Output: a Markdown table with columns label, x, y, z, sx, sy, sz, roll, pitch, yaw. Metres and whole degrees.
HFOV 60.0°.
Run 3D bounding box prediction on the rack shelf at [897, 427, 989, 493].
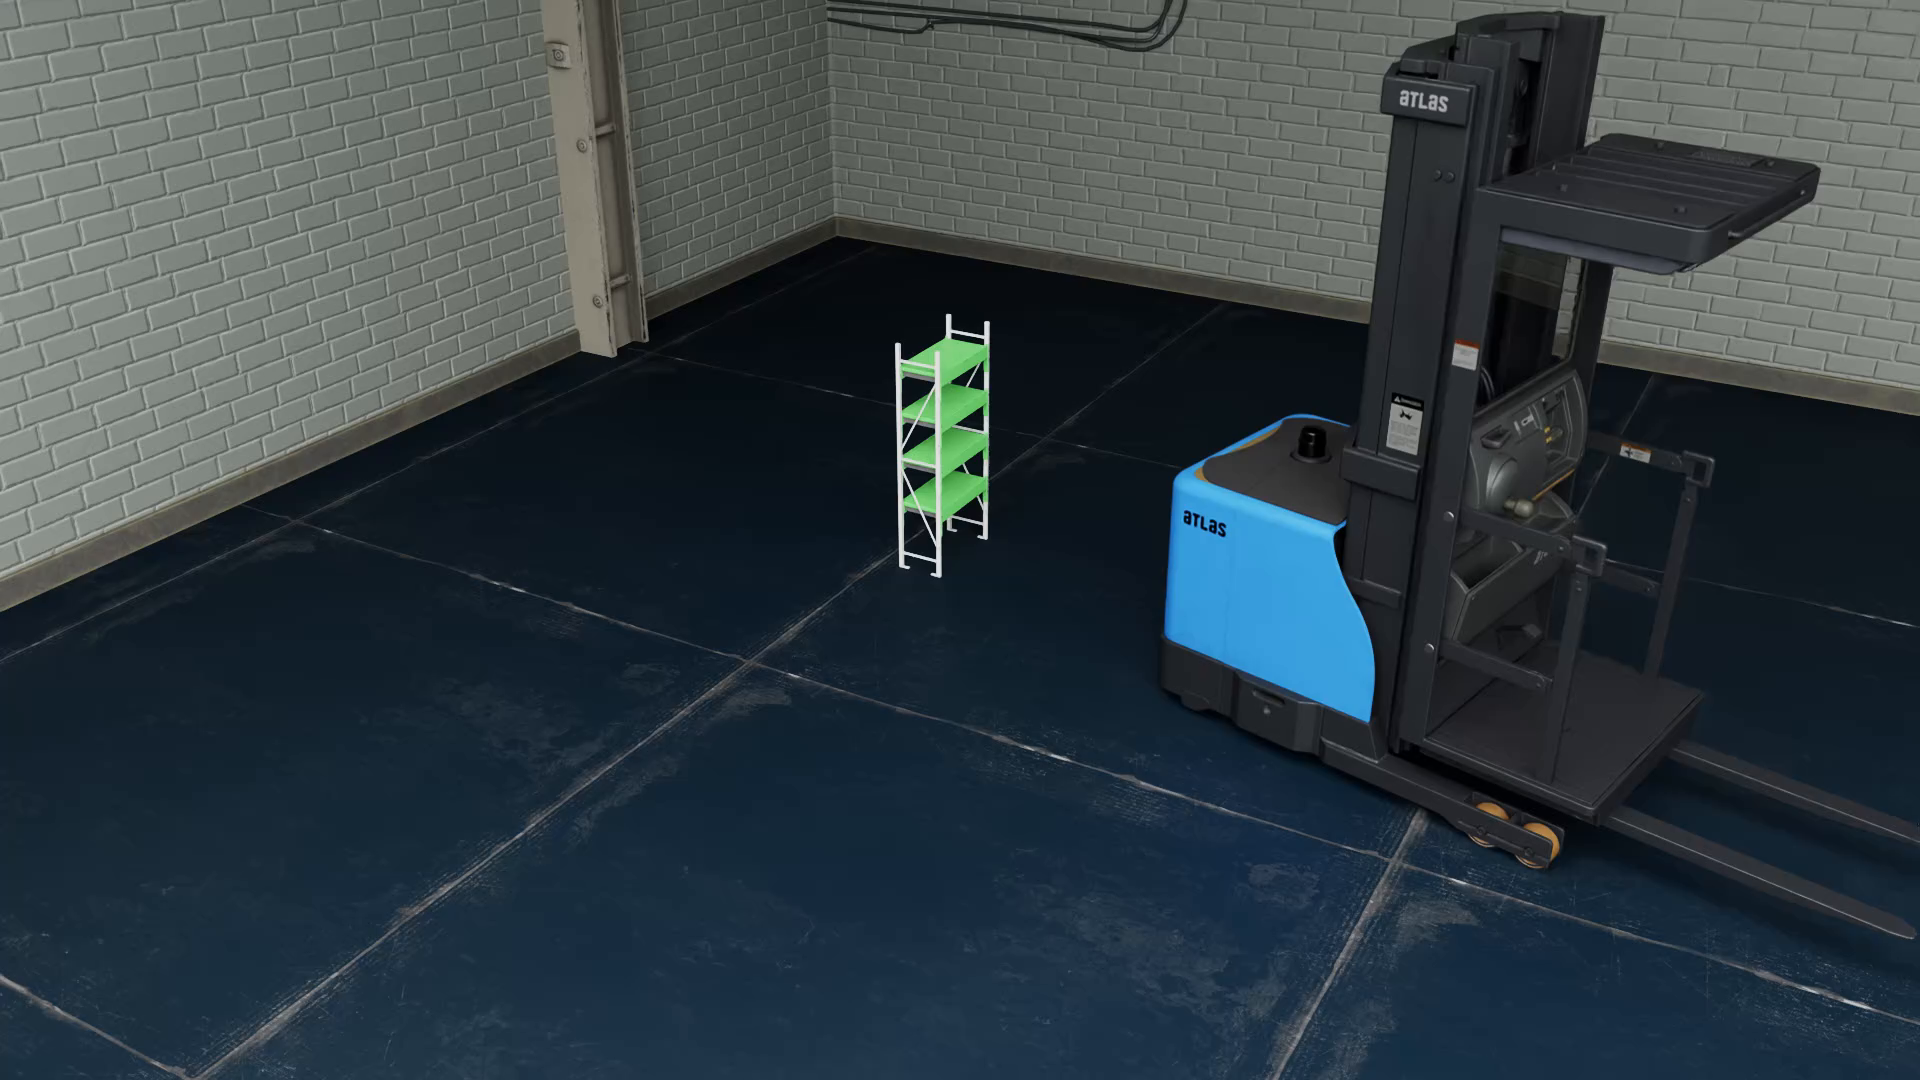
| label | x | y | z | sx | sy | sz | roll | pitch | yaw |
| --- | --- | --- | --- | --- | --- | --- | --- | --- | --- |
| rack shelf | -0.081 | -0.415 | 8.381 | 0.258 | 0.148 | 0.480 | 14 | 30 | 26 |

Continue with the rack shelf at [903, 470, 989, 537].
| label | x | y | z | sx | sy | sz | roll | pitch | yaw |
| --- | --- | --- | --- | --- | --- | --- | --- | --- | --- |
| rack shelf | -0.081 | -0.200 | 8.489 | 0.258 | 0.148 | 0.480 | 14 | 30 | 26 |

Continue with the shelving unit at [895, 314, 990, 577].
| label | x | y | z | sx | sy | sz | roll | pitch | yaw |
| --- | --- | --- | --- | --- | --- | --- | --- | --- | --- |
| shelving unit | -0.081 | -0.472 | 8.353 | 0.258 | 1.200 | 0.503 | 14 | 30 | 26 |

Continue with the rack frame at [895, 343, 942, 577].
| label | x | y | z | sx | sy | sz | roll | pitch | yaw |
| --- | --- | --- | --- | --- | --- | --- | --- | --- | --- |
| rack frame | -0.201 | -0.377 | 8.163 | 0.240 | 1.200 | 0.015 | 14 | 30 | 26 |

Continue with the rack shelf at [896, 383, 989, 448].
| label | x | y | z | sx | sy | sz | roll | pitch | yaw |
| --- | --- | --- | --- | --- | --- | --- | --- | --- | --- |
| rack shelf | -0.081 | -0.629 | 8.274 | 0.258 | 0.148 | 0.480 | 14 | 30 | 26 |

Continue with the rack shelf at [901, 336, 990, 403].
| label | x | y | z | sx | sy | sz | roll | pitch | yaw |
| --- | --- | --- | --- | --- | --- | --- | --- | --- | --- |
| rack shelf | -0.081 | -0.844 | 8.166 | 0.258 | 0.148 | 0.480 | 14 | 30 | 26 |

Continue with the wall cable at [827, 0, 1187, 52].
| label | x | y | z | sx | sy | sz | roll | pitch | yaw |
| --- | --- | --- | --- | --- | --- | --- | --- | --- | --- |
| wall cable | 0.221 | -4.832 | 11.820 | 3.097 | 2.526 | 0.112 | 14 | 30 | 26 |

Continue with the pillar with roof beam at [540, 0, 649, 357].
| label | x | y | z | sx | sy | sz | roll | pitch | yaw |
| --- | --- | --- | --- | --- | --- | --- | --- | --- | --- |
| pillar with roof beam | 1.369 | -4.416 | 7.519 | 9.100 | 9.000 | 0.400 | 14 | 30 | 26 |

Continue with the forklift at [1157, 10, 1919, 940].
| label | x | y | z | sx | sy | sz | roll | pitch | yaw |
| --- | --- | --- | --- | --- | --- | --- | --- | --- | --- |
| forklift | 2.300 | -0.338 | 6.151 | 3.031 | 2.935 | 1.130 | 22 | 34 | 37 |

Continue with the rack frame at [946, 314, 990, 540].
| label | x | y | z | sx | sy | sz | roll | pitch | yaw |
| --- | --- | --- | --- | --- | --- | --- | --- | --- | --- |
| rack frame | 0.039 | -0.567 | 8.542 | 0.240 | 1.200 | 0.015 | 14 | 30 | 26 |
